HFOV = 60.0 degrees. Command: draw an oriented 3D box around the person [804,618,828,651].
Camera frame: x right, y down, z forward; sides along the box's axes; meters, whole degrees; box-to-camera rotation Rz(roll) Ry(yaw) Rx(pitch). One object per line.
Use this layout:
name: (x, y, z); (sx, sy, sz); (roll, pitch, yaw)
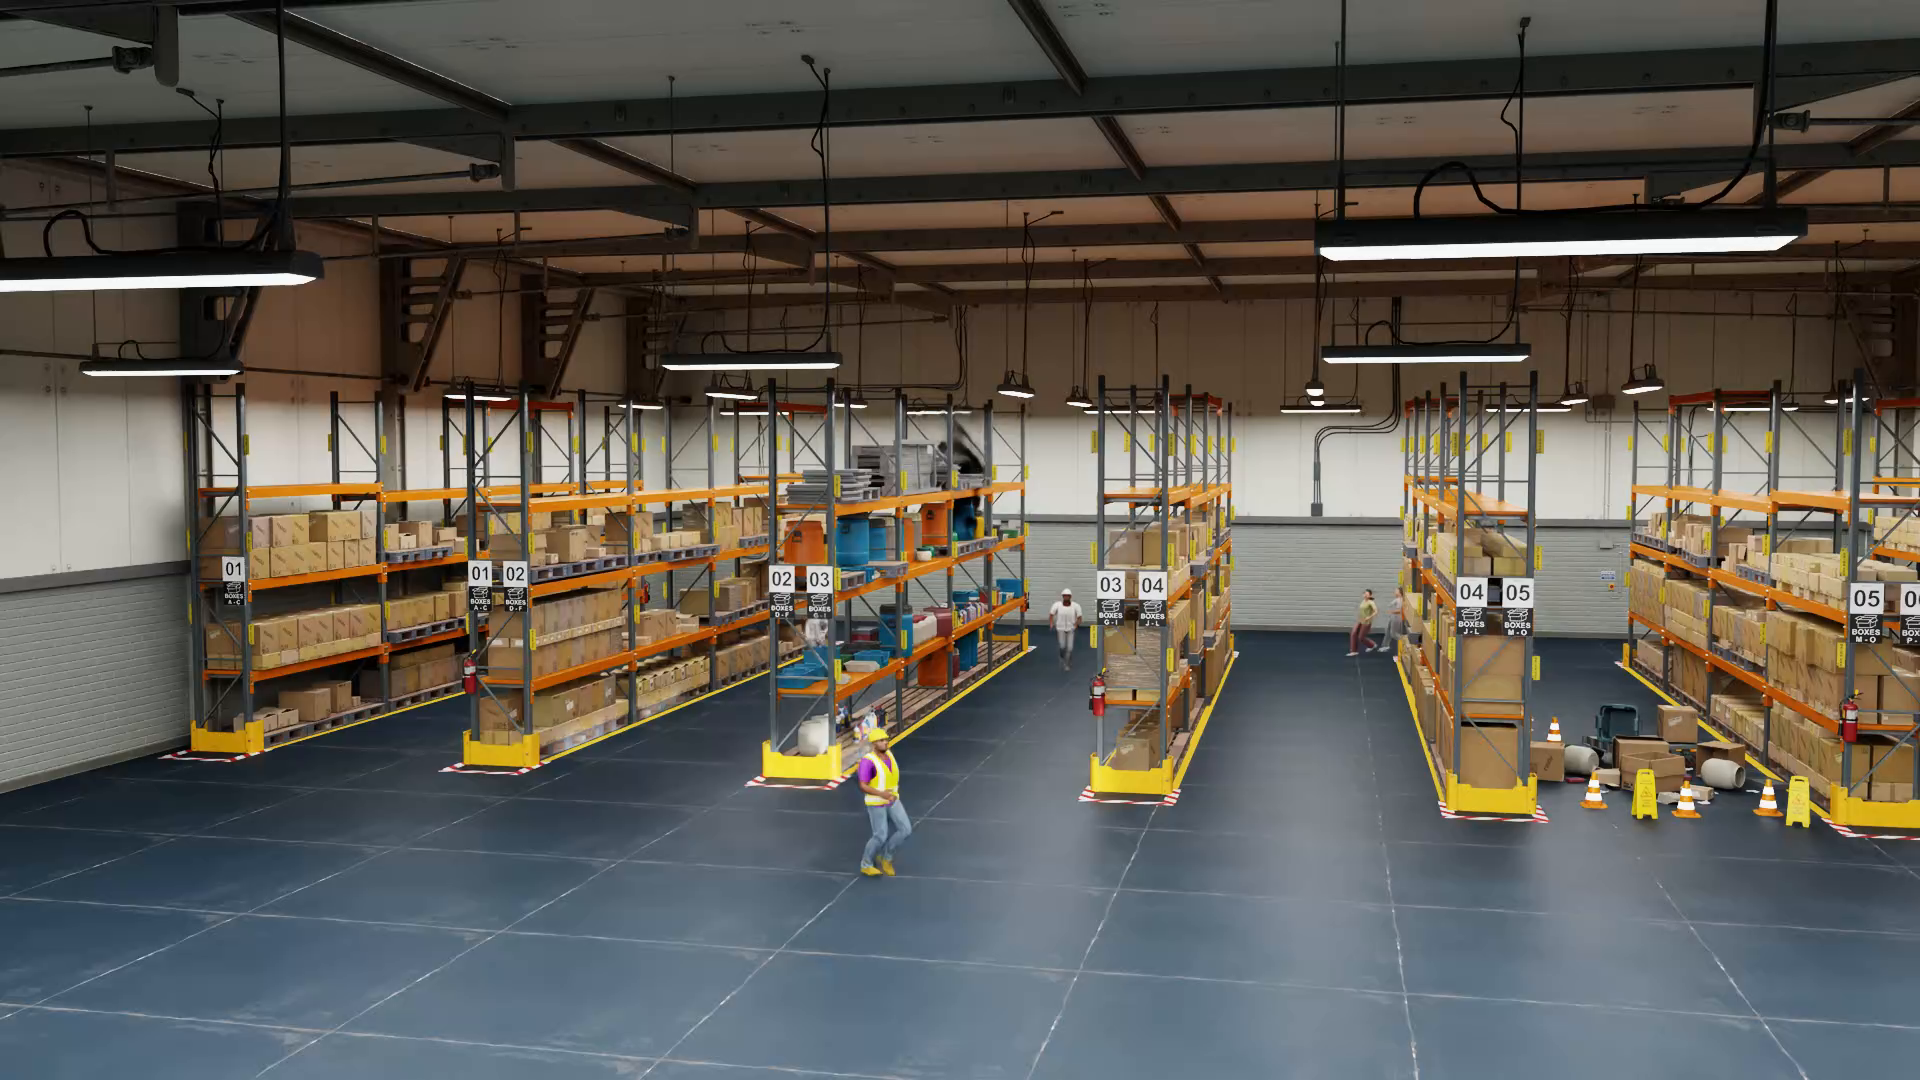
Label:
person: (-2.829, 1.993, 33.078); (0.614, 1.694, 0.566); (1, 3, 12)

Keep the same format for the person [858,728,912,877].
person: (-0.873, 3.036, 19.206); (0.653, 1.737, 0.712); (3, 4, 40)

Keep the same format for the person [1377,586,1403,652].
person: (10.380, 1.911, 39.859); (0.775, 1.637, 0.688); (1, 3, 19)

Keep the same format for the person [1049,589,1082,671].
person: (2.201, 1.877, 34.568); (0.693, 1.725, 0.574); (0, 3, 2)

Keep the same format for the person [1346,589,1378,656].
person: (9.650, 1.968, 39.395); (0.757, 1.630, 0.653); (-1, 4, -22)
